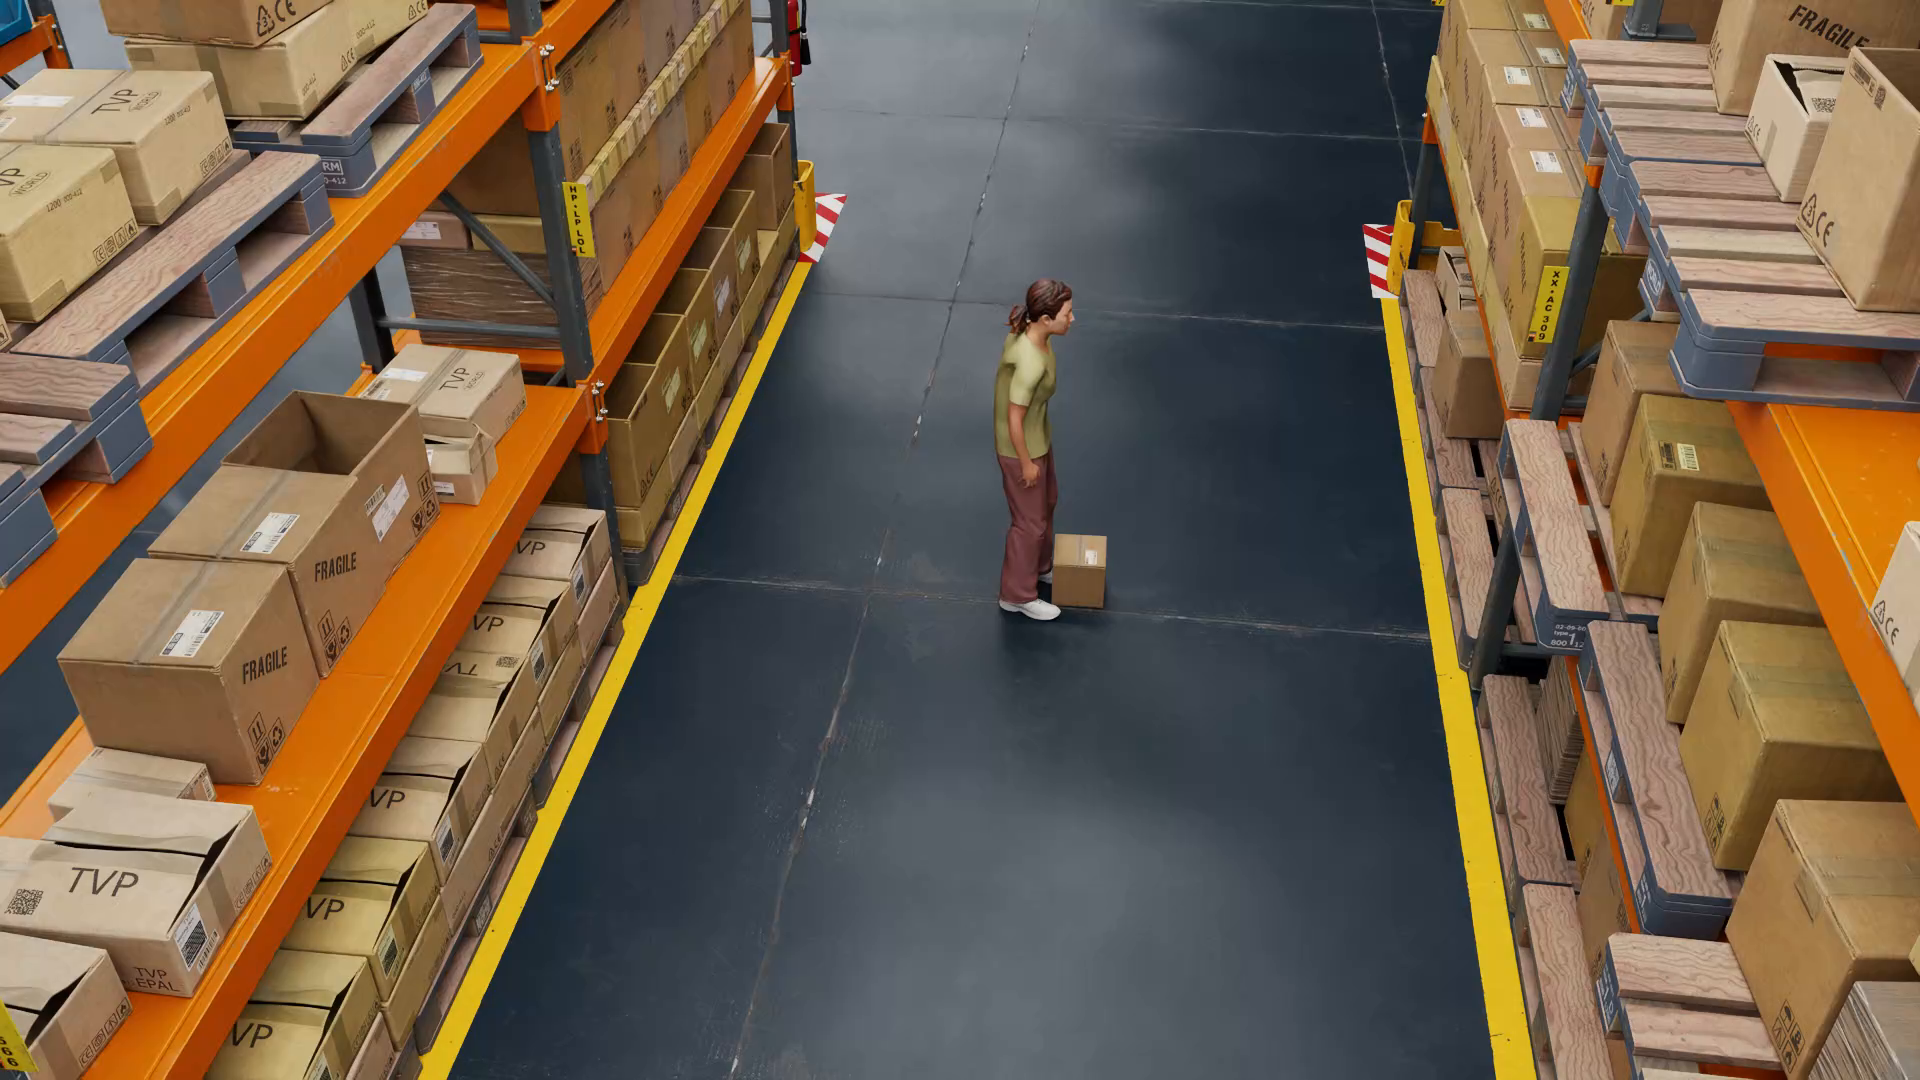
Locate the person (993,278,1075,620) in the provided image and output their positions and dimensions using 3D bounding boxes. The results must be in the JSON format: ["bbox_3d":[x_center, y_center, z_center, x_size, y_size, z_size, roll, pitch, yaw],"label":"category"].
[{"bbox_3d":[0.355,-0.435,7.632,0.404,1.673,0.500,4,36,6],"label":"person"}]
